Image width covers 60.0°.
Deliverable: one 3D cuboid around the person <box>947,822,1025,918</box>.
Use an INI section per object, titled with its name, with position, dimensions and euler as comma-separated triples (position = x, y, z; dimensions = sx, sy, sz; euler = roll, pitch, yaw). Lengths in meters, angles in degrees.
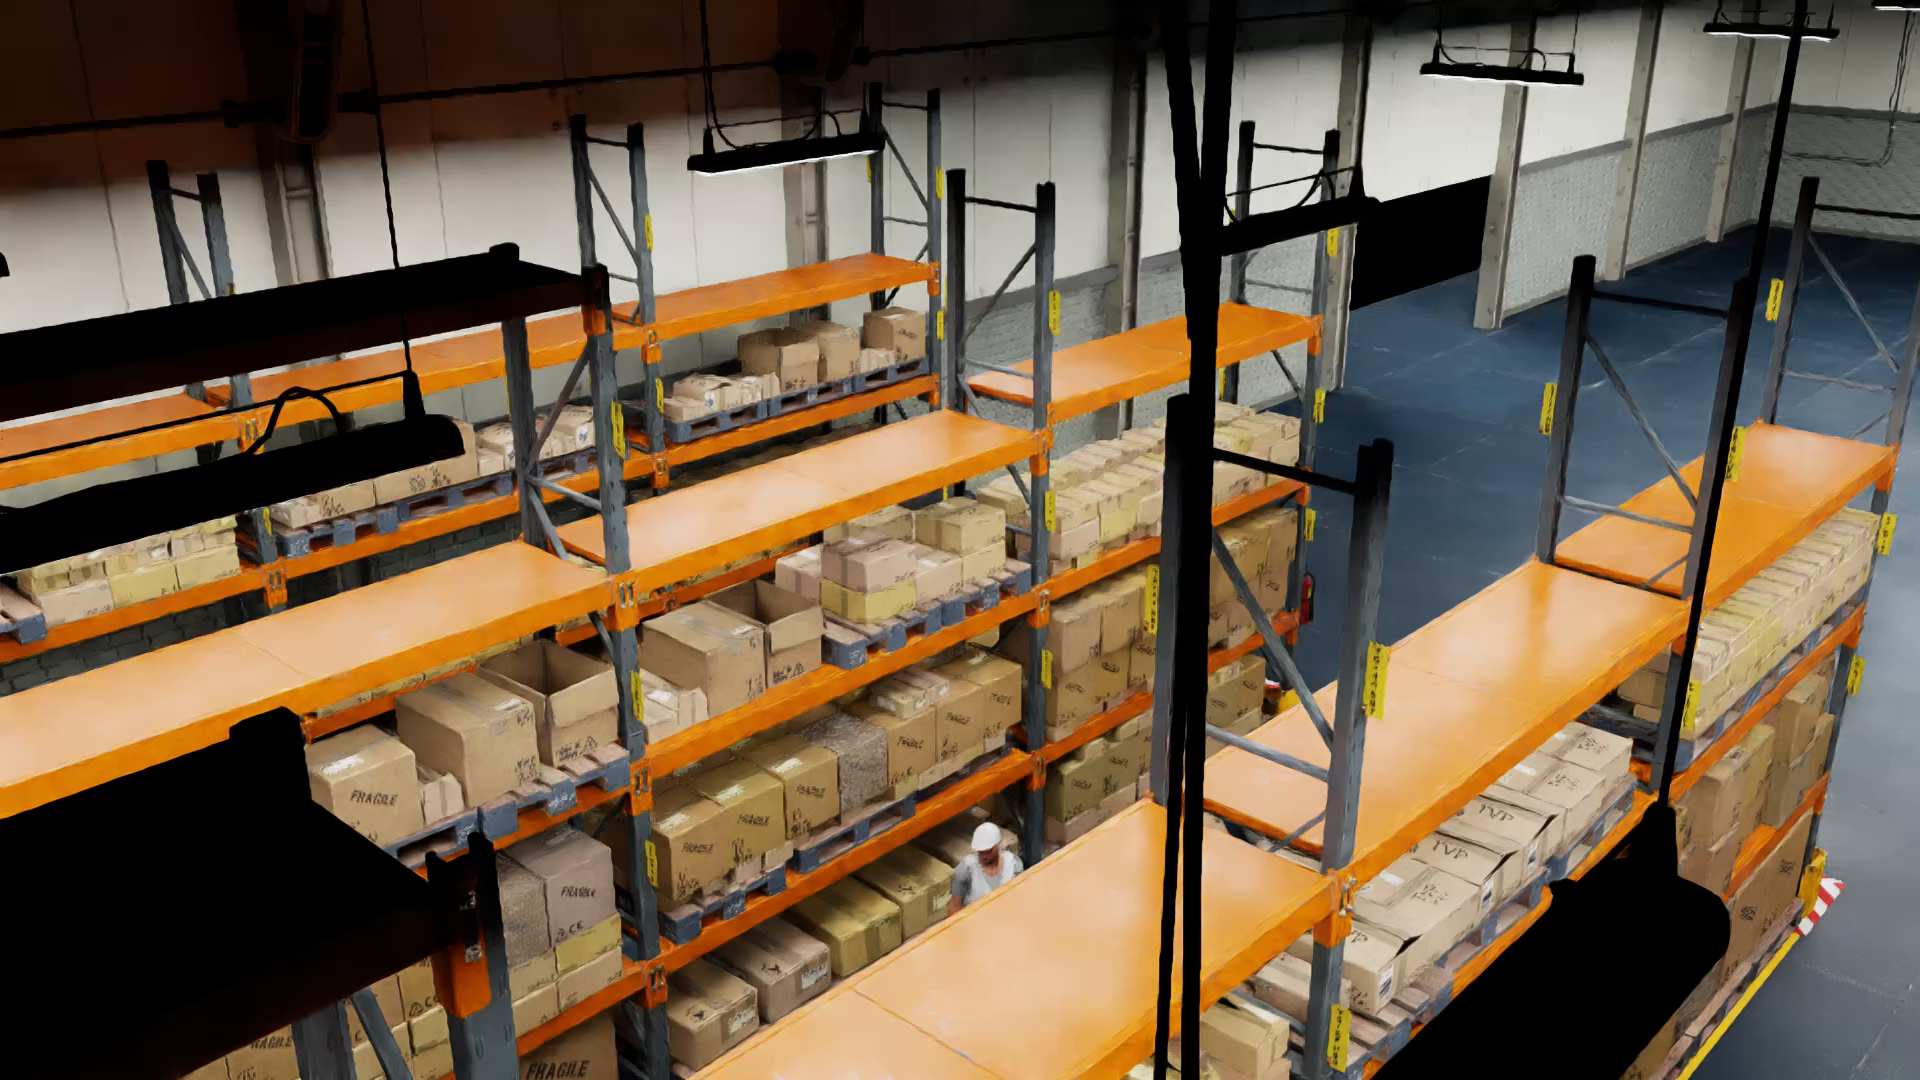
[person]
position = 0.192, 2.870, 12.119
dimensions = 0.658, 1.786, 0.583
euler = -8, 23, -21
